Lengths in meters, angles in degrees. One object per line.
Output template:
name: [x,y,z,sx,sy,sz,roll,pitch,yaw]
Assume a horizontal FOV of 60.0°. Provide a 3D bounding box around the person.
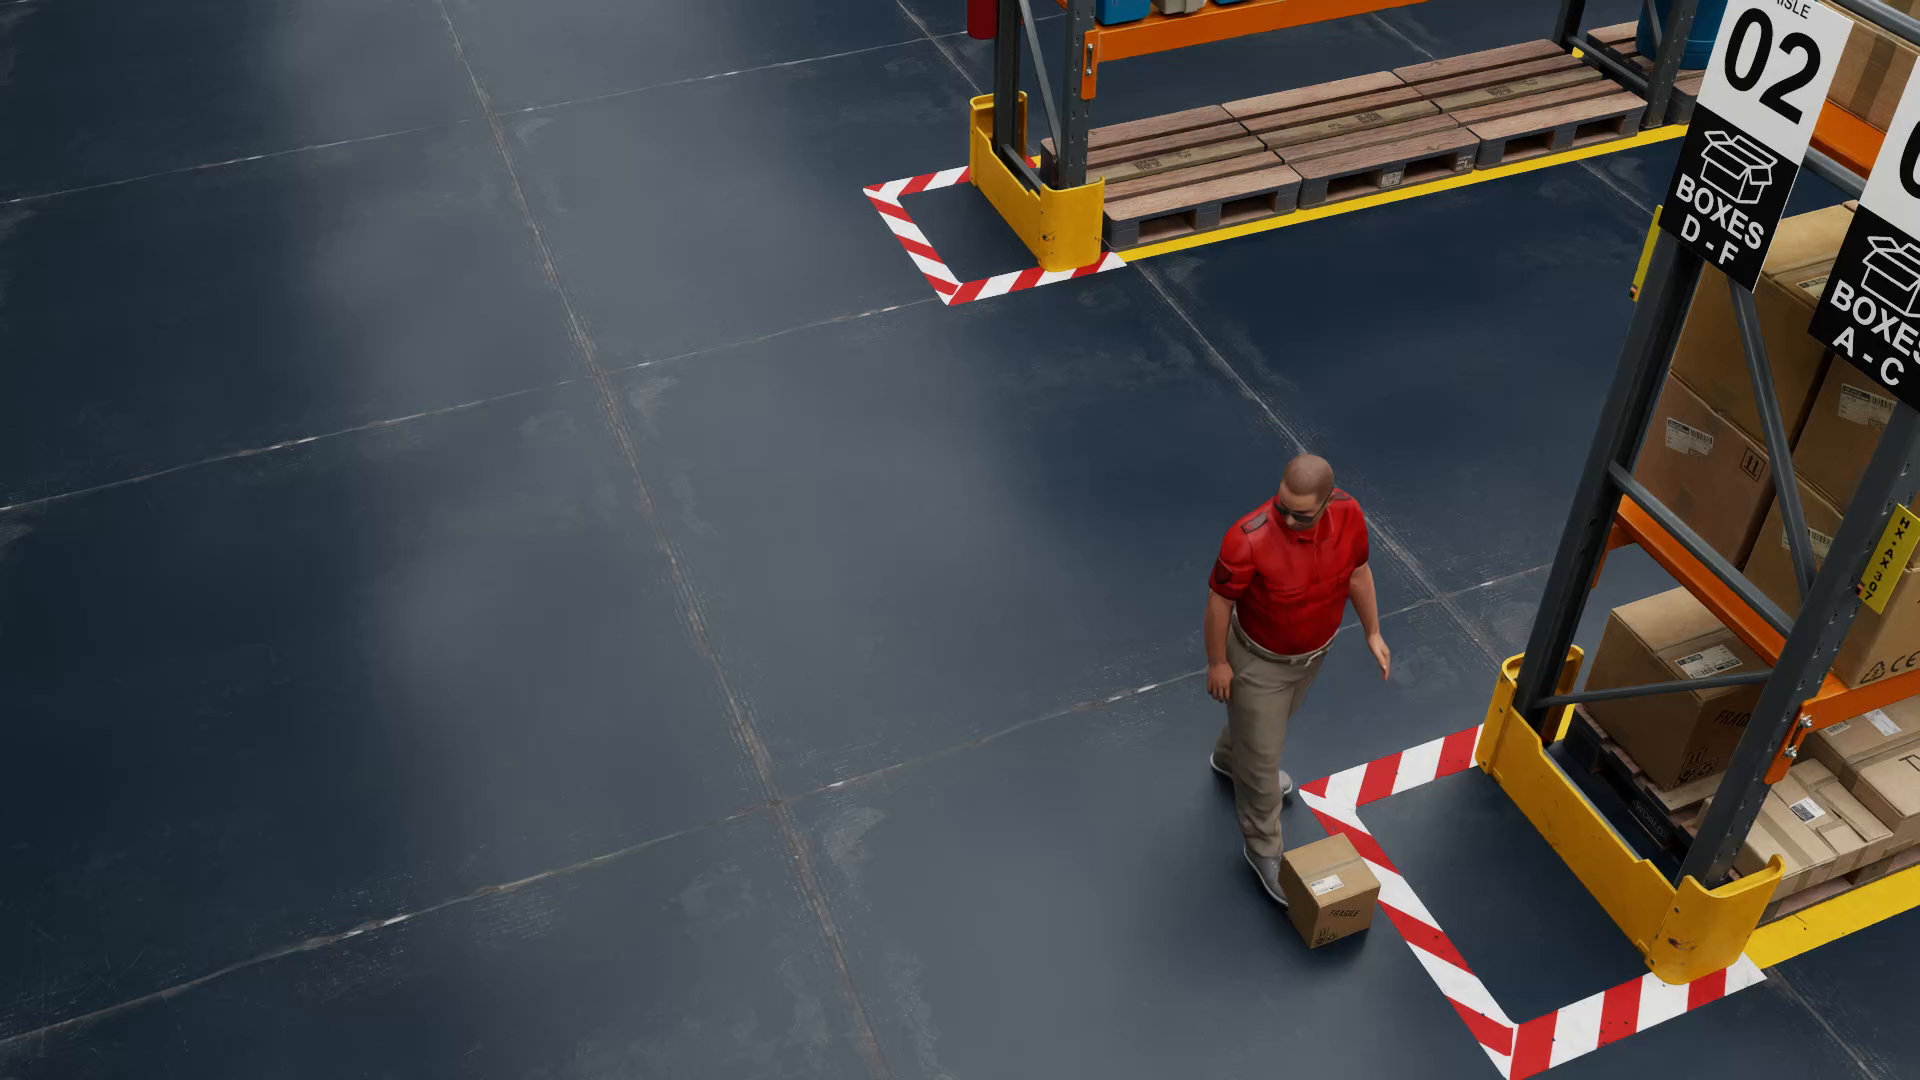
person: [1.131,0.350,5.694,0.594,1.646,0.533,-26,48,-26]
